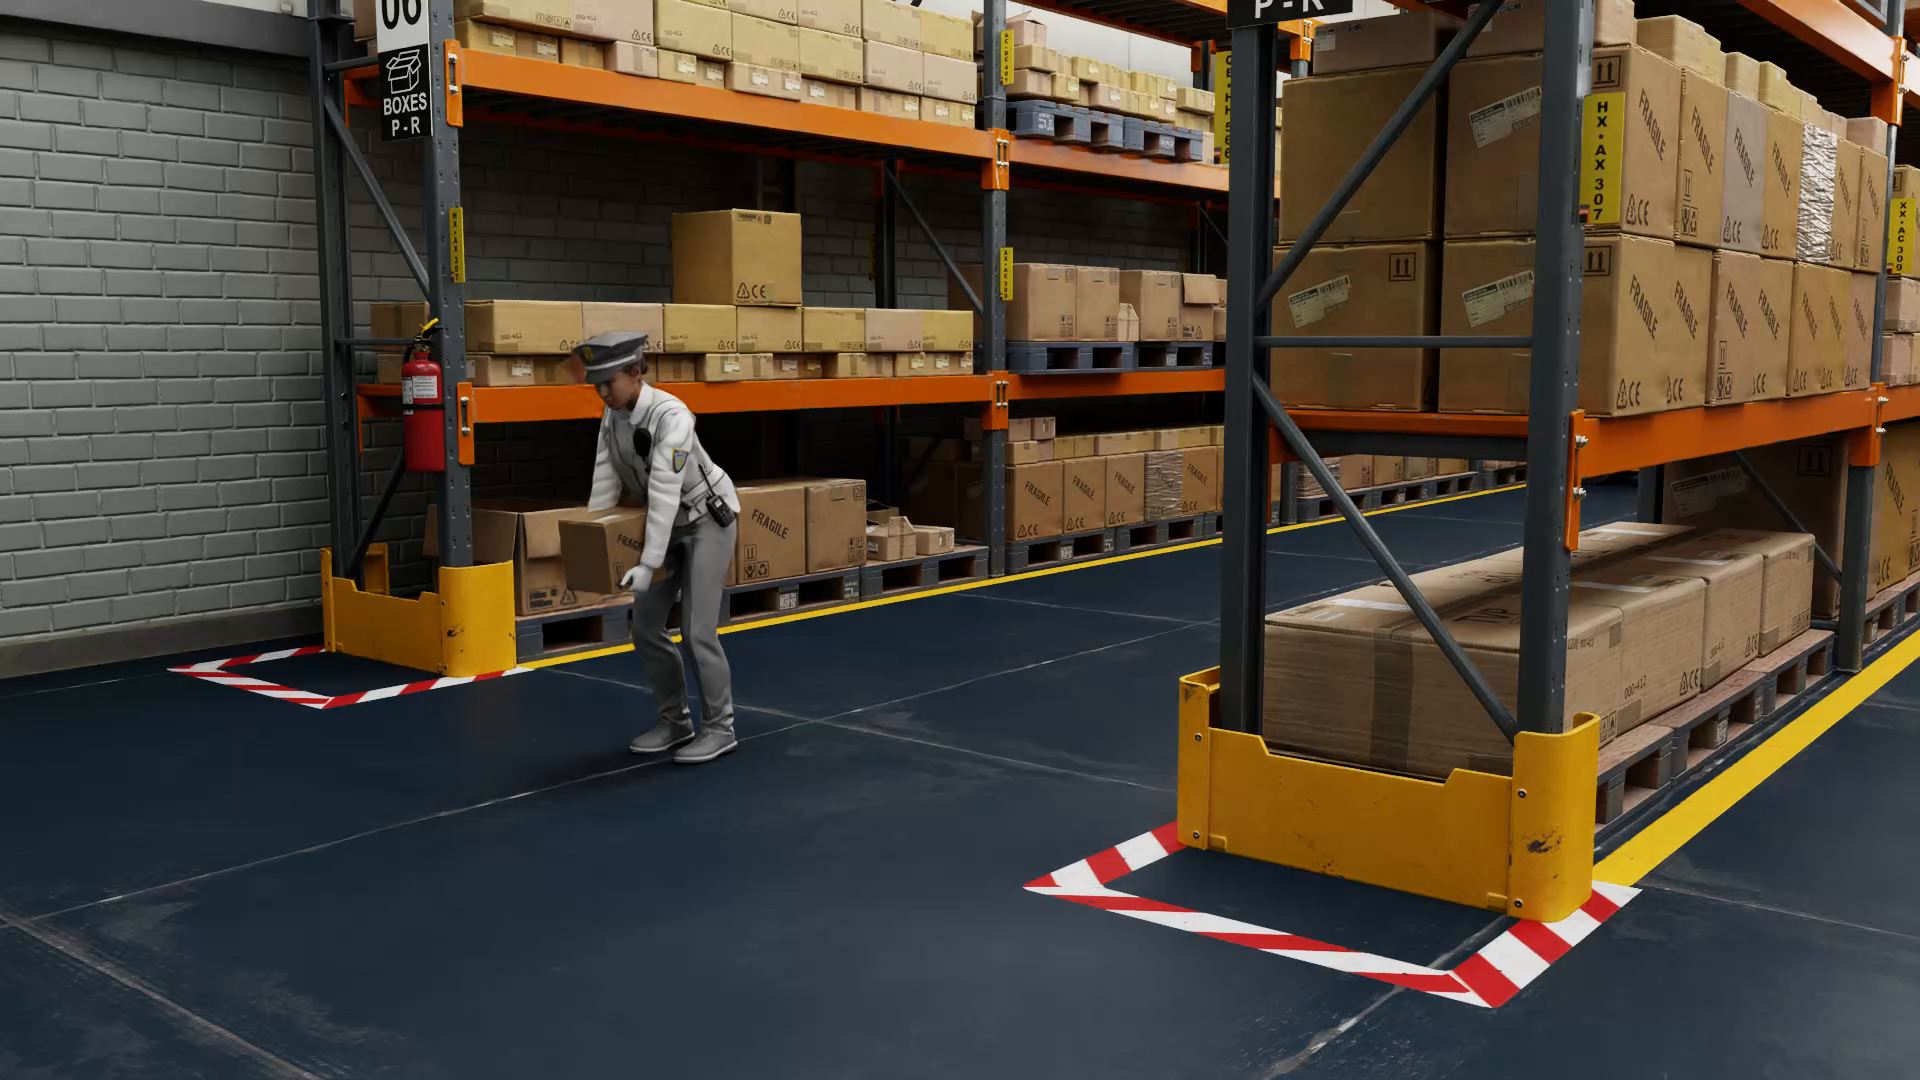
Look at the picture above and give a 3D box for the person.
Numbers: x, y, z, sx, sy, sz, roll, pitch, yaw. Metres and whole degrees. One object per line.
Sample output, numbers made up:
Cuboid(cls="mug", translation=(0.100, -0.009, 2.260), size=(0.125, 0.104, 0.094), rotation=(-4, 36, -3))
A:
Cuboid(cls="person", translation=(-1.061, -0.010, 6.003), size=(0.414, 1.631, 0.563), rotation=(5, 9, 37))
